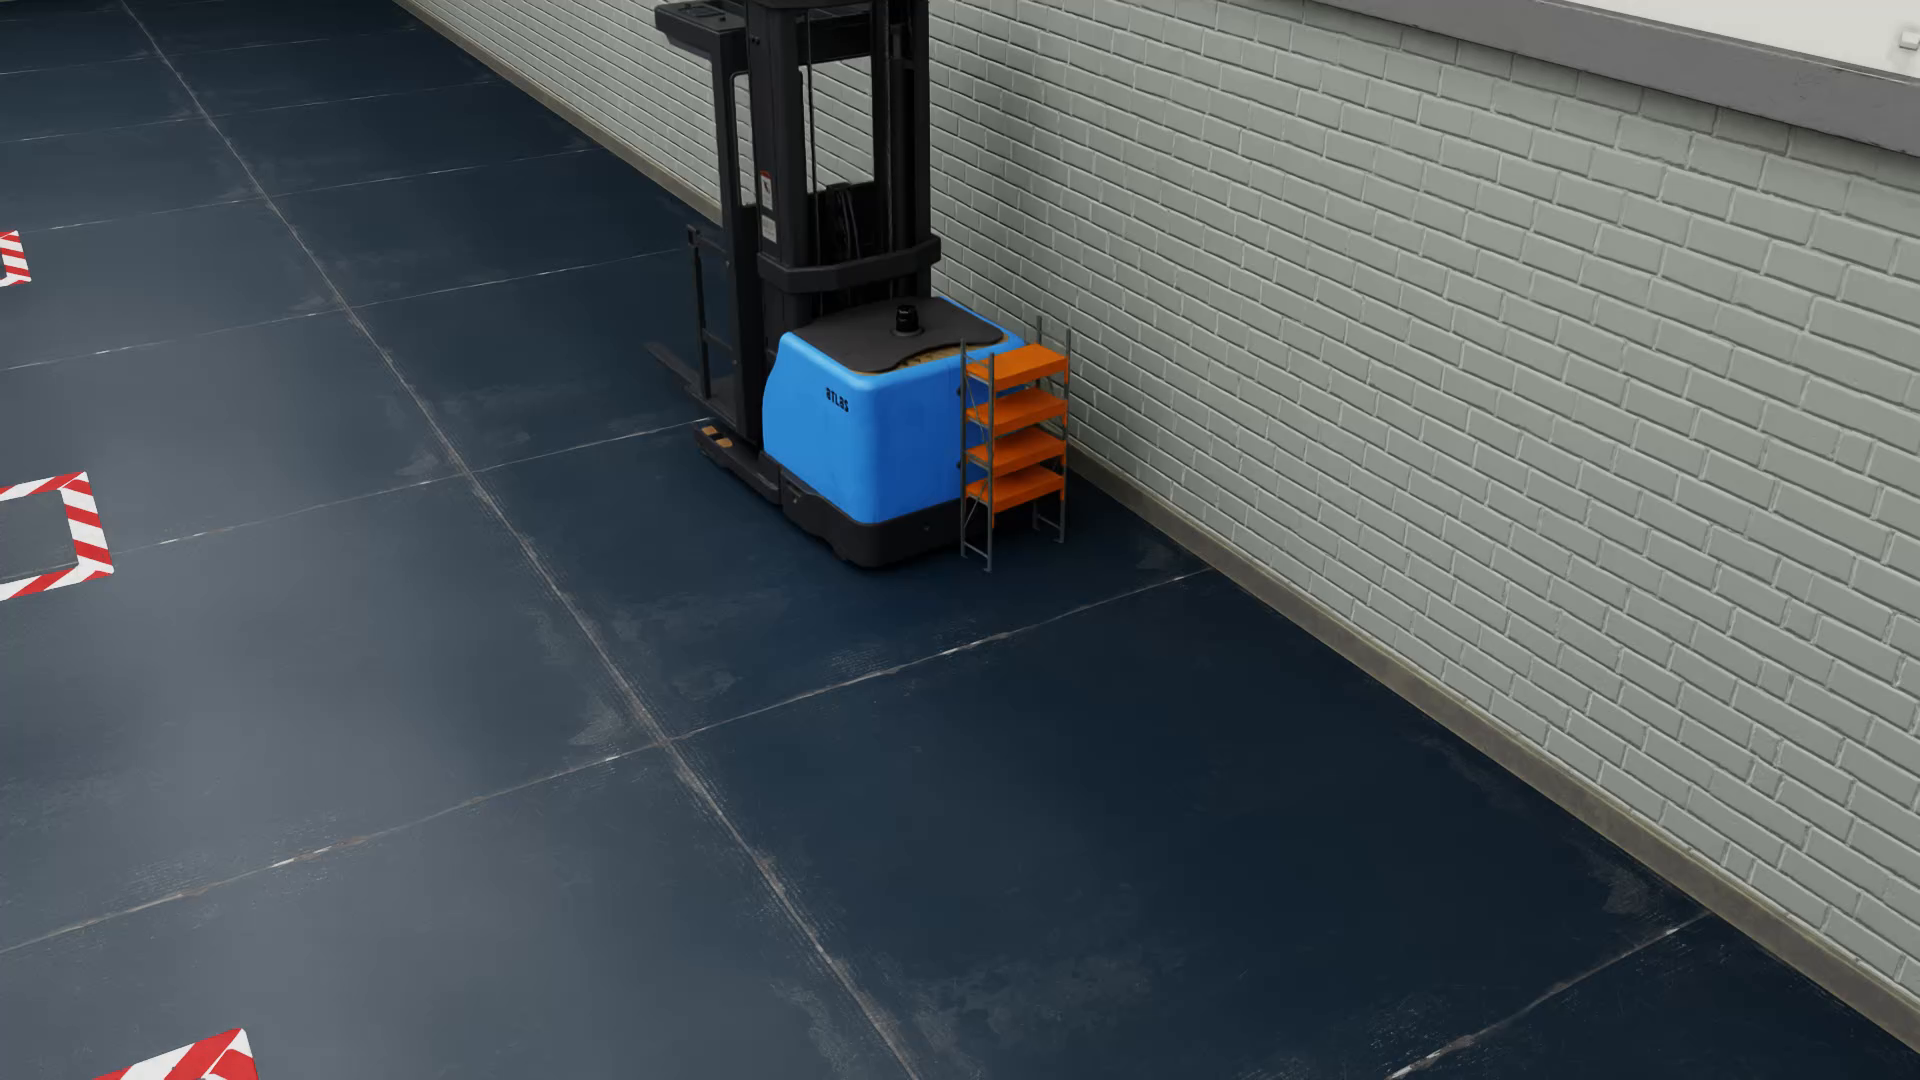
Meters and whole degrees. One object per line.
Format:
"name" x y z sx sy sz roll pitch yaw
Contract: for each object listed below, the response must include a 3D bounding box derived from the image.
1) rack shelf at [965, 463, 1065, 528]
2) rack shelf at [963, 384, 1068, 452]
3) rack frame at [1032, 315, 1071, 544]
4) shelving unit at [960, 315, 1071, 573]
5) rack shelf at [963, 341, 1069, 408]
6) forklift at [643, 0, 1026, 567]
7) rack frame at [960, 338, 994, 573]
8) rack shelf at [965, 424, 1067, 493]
"rack shelf" 0.274 -0.243 8.499 0.480 0.148 0.258 -21 35 -33
"rack shelf" 0.274 -0.613 8.295 0.480 0.148 0.258 -21 35 -33
"rack frame" 0.465 -0.549 8.503 0.015 1.200 0.240 -21 35 -33
"shelving unit" 0.274 -0.476 8.370 0.503 1.200 0.258 -21 35 -33
"rack shelf" 0.274 -0.820 8.181 0.480 0.148 0.258 -21 35 -33
"forklift" -0.888 -1.813 9.002 1.130 2.935 3.031 -18 34 -29
"rack frame" 0.083 -0.402 8.237 0.015 1.200 0.240 -21 35 -33
"rack shelf" 0.274 -0.417 8.403 0.480 0.148 0.258 -21 35 -33
